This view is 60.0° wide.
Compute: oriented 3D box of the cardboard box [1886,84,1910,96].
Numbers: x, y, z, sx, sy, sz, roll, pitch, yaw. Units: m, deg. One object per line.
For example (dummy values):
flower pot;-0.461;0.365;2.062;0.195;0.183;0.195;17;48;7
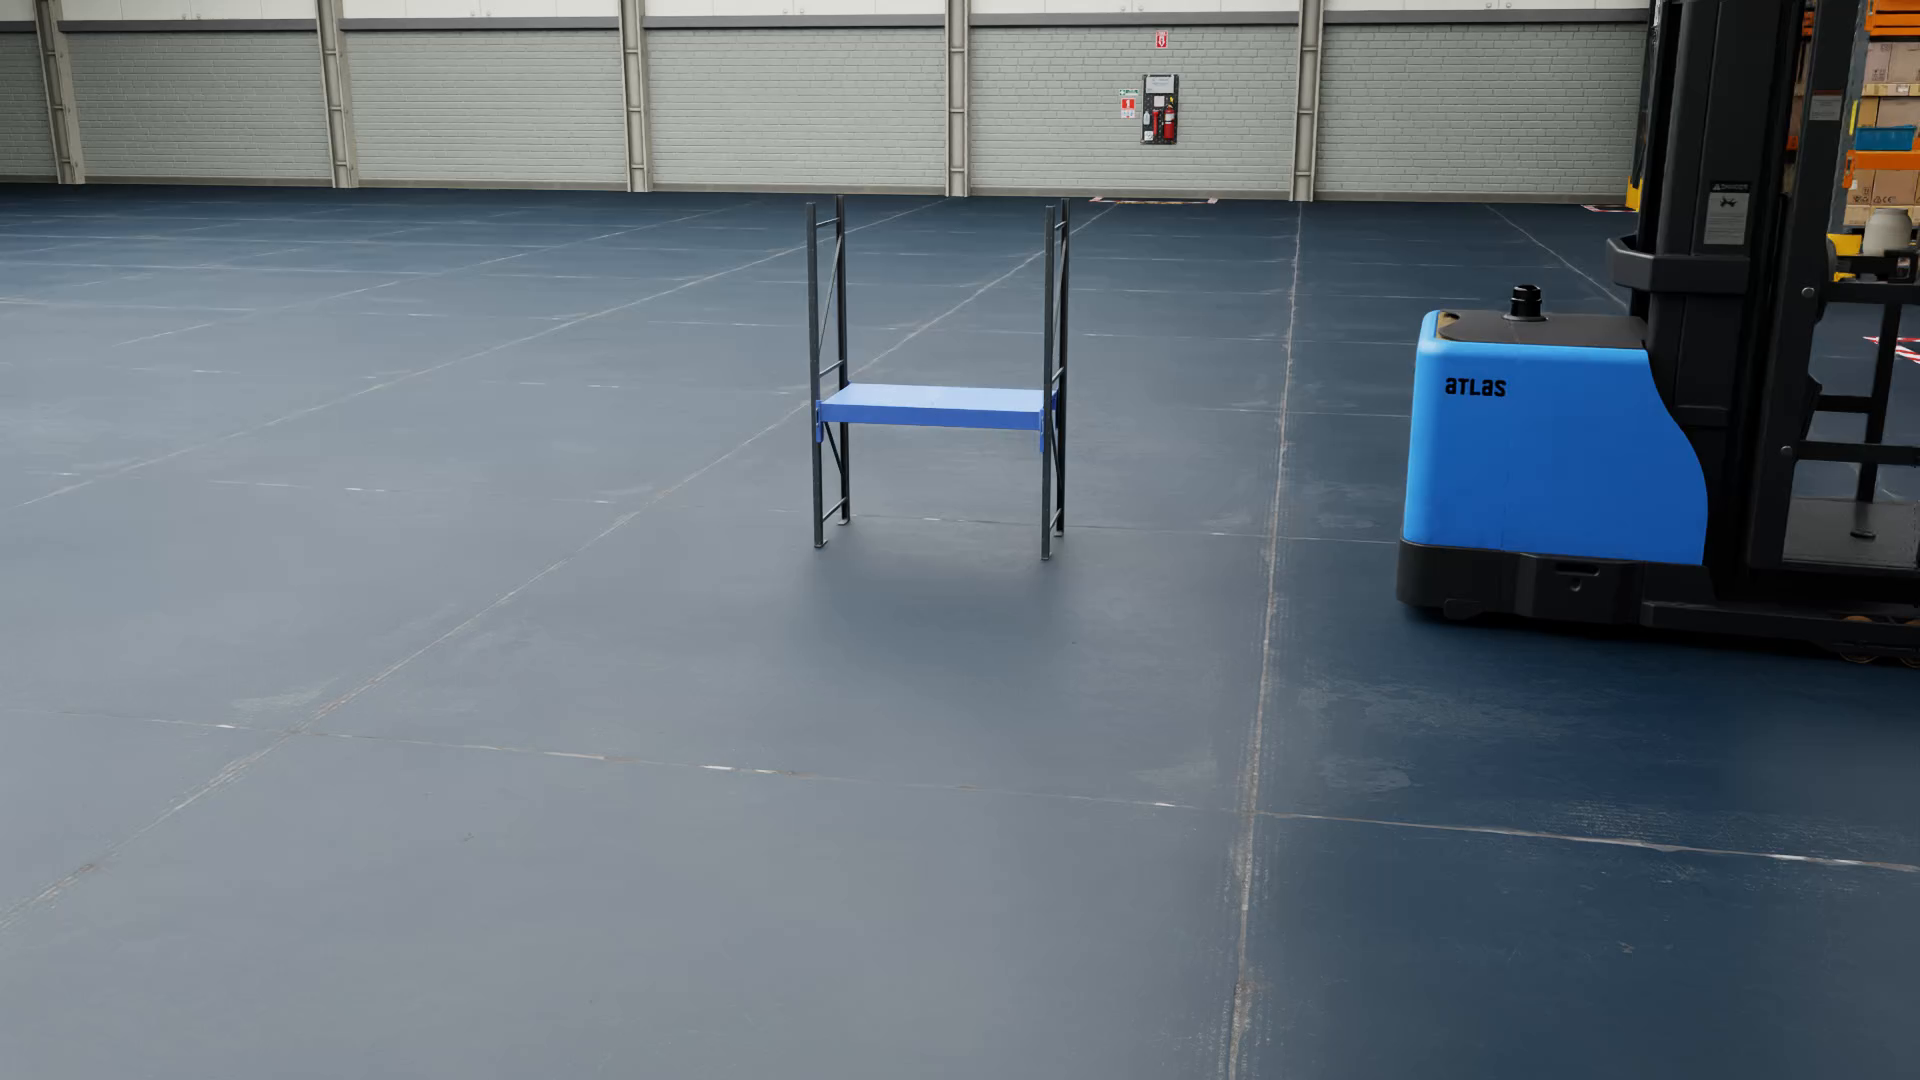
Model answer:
cardboard box;11.733;-5.661;20.906;0.250;0.149;0.380;3;16;12

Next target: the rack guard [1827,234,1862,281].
rack guard;8.978;-2.967;17.267;0.348;0.500;1.175;3;16;11

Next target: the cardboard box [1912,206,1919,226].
cardboard box;12.326;-4.143;21.194;0.500;0.250;0.500;3;16;11

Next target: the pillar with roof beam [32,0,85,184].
pillar with roof beam;-18.529;-10.305;27.837;0.400;9.000;9.100;3;16;11

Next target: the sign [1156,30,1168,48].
sign;3.445;-8.549;28.391;0.199;0.298;0.001;3;16;11

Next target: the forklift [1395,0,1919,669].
forklift;3.257;-1.118;6.037;3.031;2.935;1.130;5;16;16

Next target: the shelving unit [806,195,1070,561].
shelving unit;-0.084;-0.727;7.308;1.048;1.500;0.538;3;16;11

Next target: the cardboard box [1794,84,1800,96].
cardboard box;10.486;-5.729;21.154;0.250;0.149;0.380;3;16;10

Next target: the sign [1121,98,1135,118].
sign;2.912;-7.478;28.804;0.234;0.329;0.001;3;16;11

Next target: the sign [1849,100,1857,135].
sign;8.781;-4.153;16.348;0.005;0.325;0.100;3;16;11

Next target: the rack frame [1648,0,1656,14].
rack frame;10.869;-9.646;25.459;0.127;3.000;1.000;3;16;11

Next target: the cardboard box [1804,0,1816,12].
cardboard box;12.705;-8.088;25.228;0.500;0.500;0.500;4;16;15

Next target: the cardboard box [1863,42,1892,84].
cardboard box;11.403;-6.048;21.091;0.500;0.500;0.700;3;16;11

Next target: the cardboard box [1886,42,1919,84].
cardboard box;11.894;-6.022;20.995;0.500;0.500;0.700;3;16;11

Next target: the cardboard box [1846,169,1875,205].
cardboard box;11.349;-4.562;21.301;0.500;0.500;0.500;3;16;11

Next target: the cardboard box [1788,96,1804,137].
cardboard box;10.856;-5.453;21.370;0.500;0.500;0.700;4;16;13

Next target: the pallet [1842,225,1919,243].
pallet;11.835;-4.020;21.610;1.213;0.211;1.003;3;16;11

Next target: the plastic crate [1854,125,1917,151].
plastic crate;9.445;-4.144;17.110;0.616;0.251;0.499;3;16;11

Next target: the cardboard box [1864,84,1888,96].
cardboard box;11.489;-5.675;20.957;0.250;0.149;0.380;3;16;10

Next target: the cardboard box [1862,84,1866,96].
cardboard box;11.239;-5.688;21.006;0.250;0.149;0.380;3;16;9

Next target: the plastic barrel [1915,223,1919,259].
plastic barrel;10.046;-3.125;17.029;0.421;0.512;0.421;0;15;0

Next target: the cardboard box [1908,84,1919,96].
cardboard box;11.991;-5.647;20.856;0.250;0.149;0.380;4;16;13

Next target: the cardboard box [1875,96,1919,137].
cardboard box;11.858;-5.398;21.171;0.500;0.500;0.700;4;16;13

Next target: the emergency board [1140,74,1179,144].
emergency board;3.434;-7.405;28.605;0.643;1.169;0.194;3;16;11

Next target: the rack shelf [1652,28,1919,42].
rack shelf;12.829;-7.748;25.571;4.000;0.370;1.077;3;16;11

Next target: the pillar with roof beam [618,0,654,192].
pillar with roof beam;-6.770;-9.667;25.533;0.400;9.000;9.100;3;16;11

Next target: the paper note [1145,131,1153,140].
paper note;3.274;-7.008;28.822;0.142;0.148;0.016;3;16;11

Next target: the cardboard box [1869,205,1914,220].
cardboard box;11.836;-4.170;21.289;0.500;0.250;0.500;3;16;11

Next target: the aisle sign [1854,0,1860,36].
aisle sign;8.766;-5.344;16.294;0.004;0.787;0.394;3;16;11

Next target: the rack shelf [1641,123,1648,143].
rack shelf;12.829;-6.302;25.972;4.000;0.370;1.077;3;16;11

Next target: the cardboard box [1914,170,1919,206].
cardboard box;12.329;-4.508;21.106;0.500;0.500;0.500;3;16;11

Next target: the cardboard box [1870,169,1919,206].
cardboard box;11.836;-4.531;21.188;0.500;0.500;0.500;3;16;11

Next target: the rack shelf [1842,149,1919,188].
rack shelf;10.855;-3.711;16.616;4.000;0.370;1.077;3;16;11

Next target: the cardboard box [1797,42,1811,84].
cardboard box;10.909;-6.075;21.187;0.500;0.500;0.700;3;16;10

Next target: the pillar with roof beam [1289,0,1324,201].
pillar with roof beam;4.990;-9.028;23.228;0.400;9.000;9.100;3;16;11

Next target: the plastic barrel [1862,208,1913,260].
plastic barrel;9.555;-3.152;17.126;0.421;0.512;0.421;0;15;0

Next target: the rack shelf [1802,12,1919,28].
rack shelf;11.845;-6.452;20.893;4.000;0.370;1.077;3;16;11

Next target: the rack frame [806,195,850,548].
rack frame;-0.582;-0.754;7.406;0.032;1.500;0.500;3;16;11

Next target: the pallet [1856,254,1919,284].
pallet;9.774;-2.783;17.145;1.213;0.211;1.003;3;16;11

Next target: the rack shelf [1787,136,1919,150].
rack shelf;11.845;-5.006;21.293;4.000;0.370;1.077;3;16;11

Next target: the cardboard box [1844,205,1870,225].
cardboard box;11.347;-4.197;21.390;0.500;0.250;0.500;3;16;11

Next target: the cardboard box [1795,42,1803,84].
cardboard box;10.392;-6.102;21.283;0.500;0.500;0.700;3;16;11

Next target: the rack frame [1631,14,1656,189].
rack frame;10.869;-6.755;26.260;0.127;3.000;1.000;3;16;11

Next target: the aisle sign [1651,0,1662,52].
aisle sign;10.739;-7.933;25.643;0.004;0.787;0.394;3;16;11

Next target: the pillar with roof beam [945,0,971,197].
pillar with roof beam;-0.890;-9.348;24.380;0.400;9.000;9.100;3;16;11

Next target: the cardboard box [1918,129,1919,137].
cardboard box;12.360;-5.371;21.074;0.500;0.500;0.700;3;16;12

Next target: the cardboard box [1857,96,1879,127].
cardboard box;11.341;-5.425;21.269;0.500;0.500;0.700;3;16;11

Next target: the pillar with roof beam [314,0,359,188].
pillar with roof beam;-12.649;-9.986;26.685;0.400;9.000;9.100;3;16;11

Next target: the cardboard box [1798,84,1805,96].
cardboard box;10.730;-5.716;21.105;0.250;0.149;0.380;3;16;11

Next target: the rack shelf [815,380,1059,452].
rack shelf;-0.084;-0.554;7.356;1.000;0.185;0.538;3;16;11

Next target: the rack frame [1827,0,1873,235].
rack frame;8.895;-4.164;16.904;0.127;3.000;1.000;3;16;11

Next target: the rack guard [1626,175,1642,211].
rack guard;10.943;-5.547;26.579;0.348;0.500;1.175;3;16;11

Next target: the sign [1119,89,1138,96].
sign;2.915;-7.731;28.724;0.331;0.109;0.001;3;16;11

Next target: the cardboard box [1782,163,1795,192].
cardboard box;10.857;-4.585;21.385;0.500;0.500;0.500;3;16;11

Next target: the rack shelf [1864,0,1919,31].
rack shelf;10.855;-5.156;16.215;4.000;0.370;1.077;3;16;11

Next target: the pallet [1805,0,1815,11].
pallet;10.573;-6.818;21.032;1.213;0.211;1.003;3;16;11

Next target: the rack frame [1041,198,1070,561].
rack frame;0.415;-0.700;7.211;0.032;1.500;0.500;3;16;11
